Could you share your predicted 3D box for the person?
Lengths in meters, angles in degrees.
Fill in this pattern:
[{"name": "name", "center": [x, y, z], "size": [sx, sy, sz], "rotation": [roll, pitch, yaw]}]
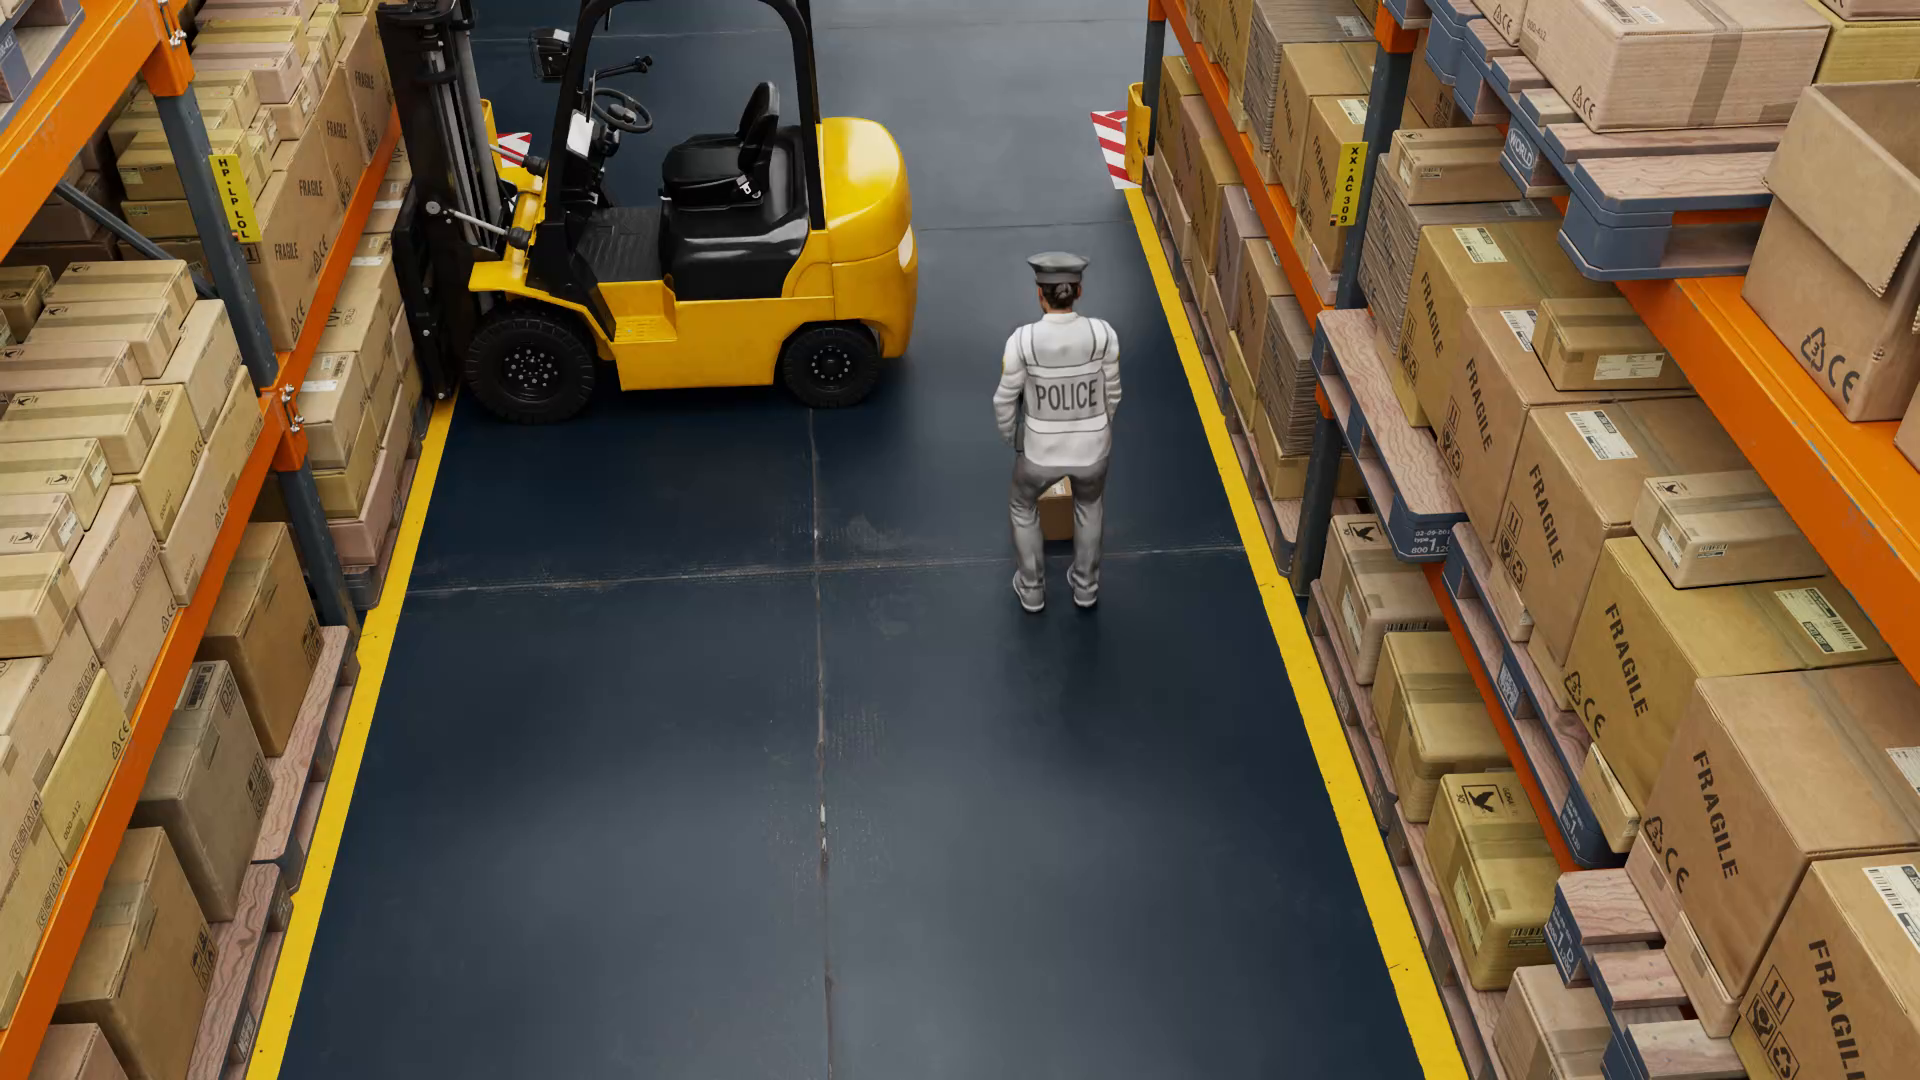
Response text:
[{"name": "person", "center": [0.384, -0.400, 6.701], "size": [0.508, 1.604, 0.485], "rotation": [-2, 39, -3]}]
